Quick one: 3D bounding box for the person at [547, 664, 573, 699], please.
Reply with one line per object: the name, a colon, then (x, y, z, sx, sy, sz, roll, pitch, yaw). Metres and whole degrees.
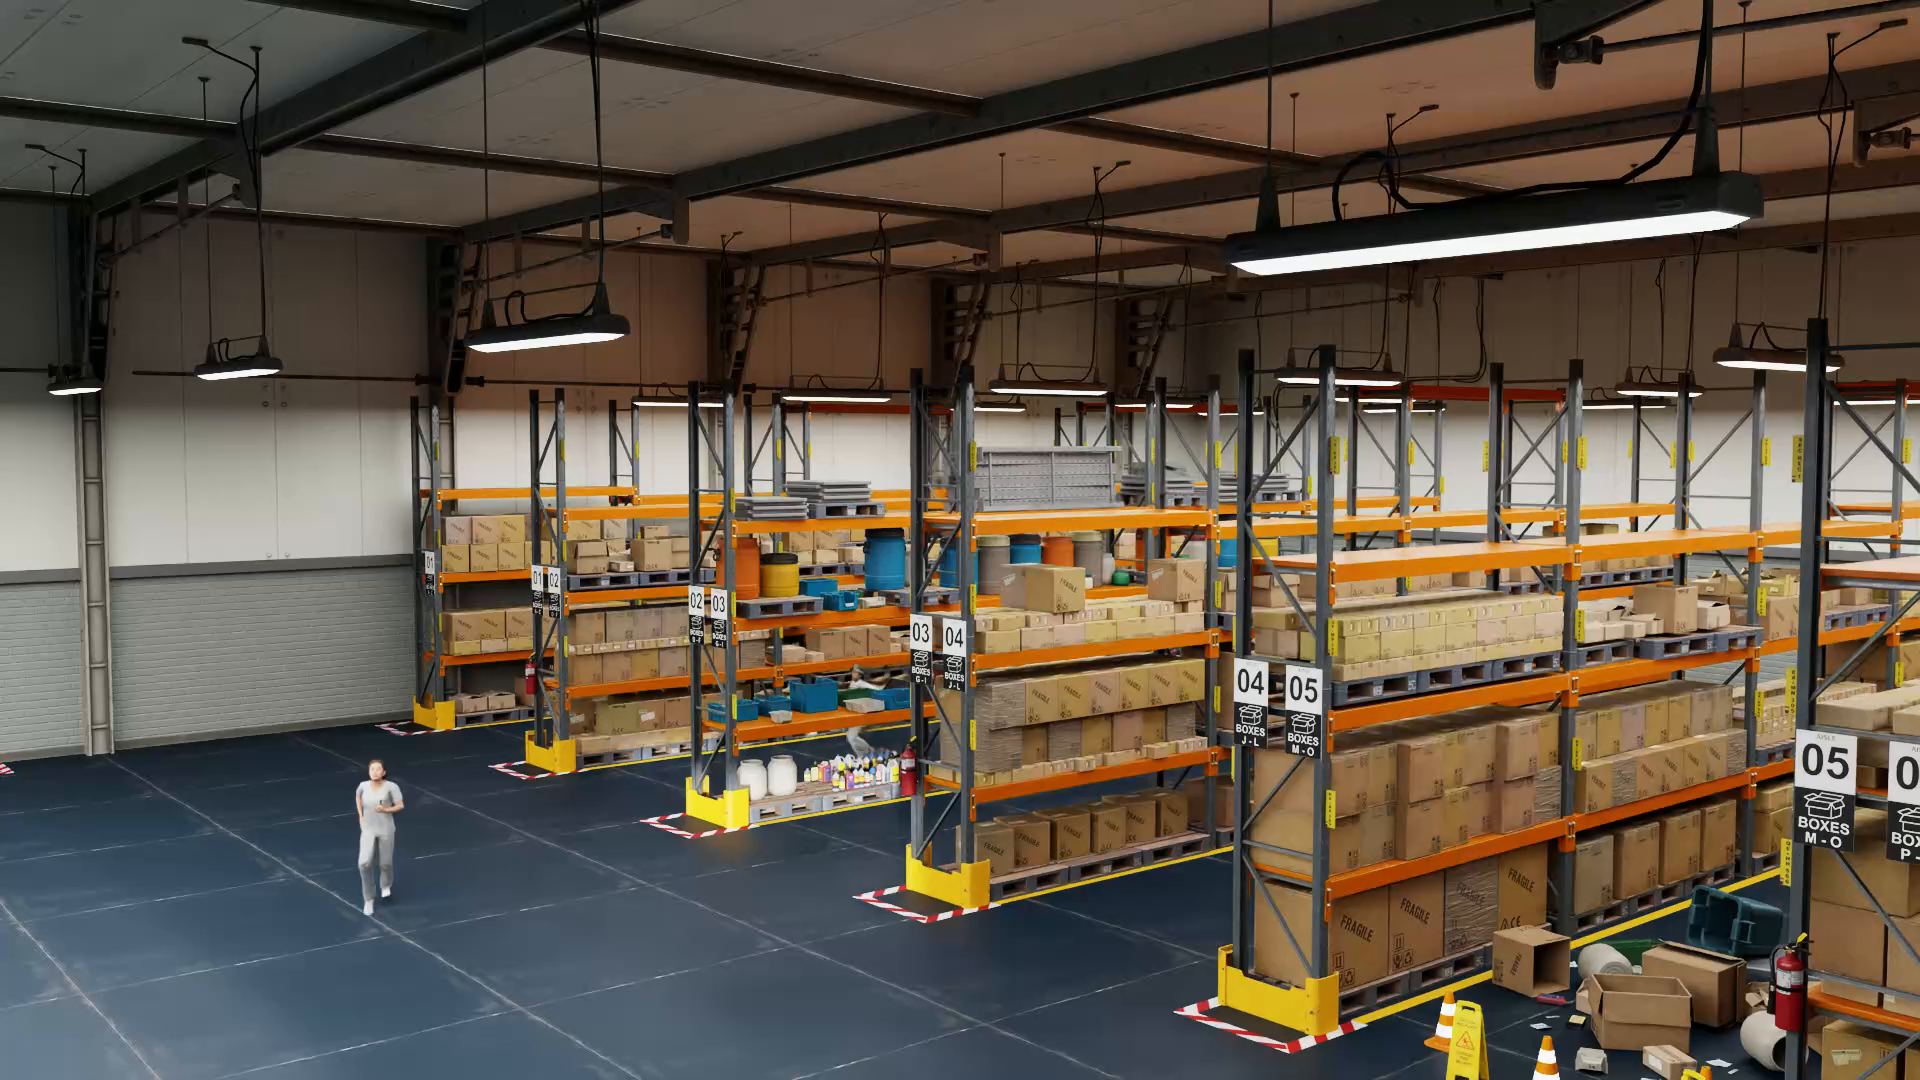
person: (-6.727, 2.570, 28.604, 0.662, 1.846, 0.836, 3, 5, 42)

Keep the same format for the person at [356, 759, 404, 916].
person: (-6.430, 3.256, 18.456, 0.545, 1.708, 0.782, -1, 3, -11)

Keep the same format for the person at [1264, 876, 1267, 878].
person: (3.531, 3.216, 18.093, 0.691, 1.750, 0.764, 2, 4, 32)

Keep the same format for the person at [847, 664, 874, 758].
person: (-1.642, 2.784, 26.222, 0.526, 1.668, 0.668, -3, 4, -38)
